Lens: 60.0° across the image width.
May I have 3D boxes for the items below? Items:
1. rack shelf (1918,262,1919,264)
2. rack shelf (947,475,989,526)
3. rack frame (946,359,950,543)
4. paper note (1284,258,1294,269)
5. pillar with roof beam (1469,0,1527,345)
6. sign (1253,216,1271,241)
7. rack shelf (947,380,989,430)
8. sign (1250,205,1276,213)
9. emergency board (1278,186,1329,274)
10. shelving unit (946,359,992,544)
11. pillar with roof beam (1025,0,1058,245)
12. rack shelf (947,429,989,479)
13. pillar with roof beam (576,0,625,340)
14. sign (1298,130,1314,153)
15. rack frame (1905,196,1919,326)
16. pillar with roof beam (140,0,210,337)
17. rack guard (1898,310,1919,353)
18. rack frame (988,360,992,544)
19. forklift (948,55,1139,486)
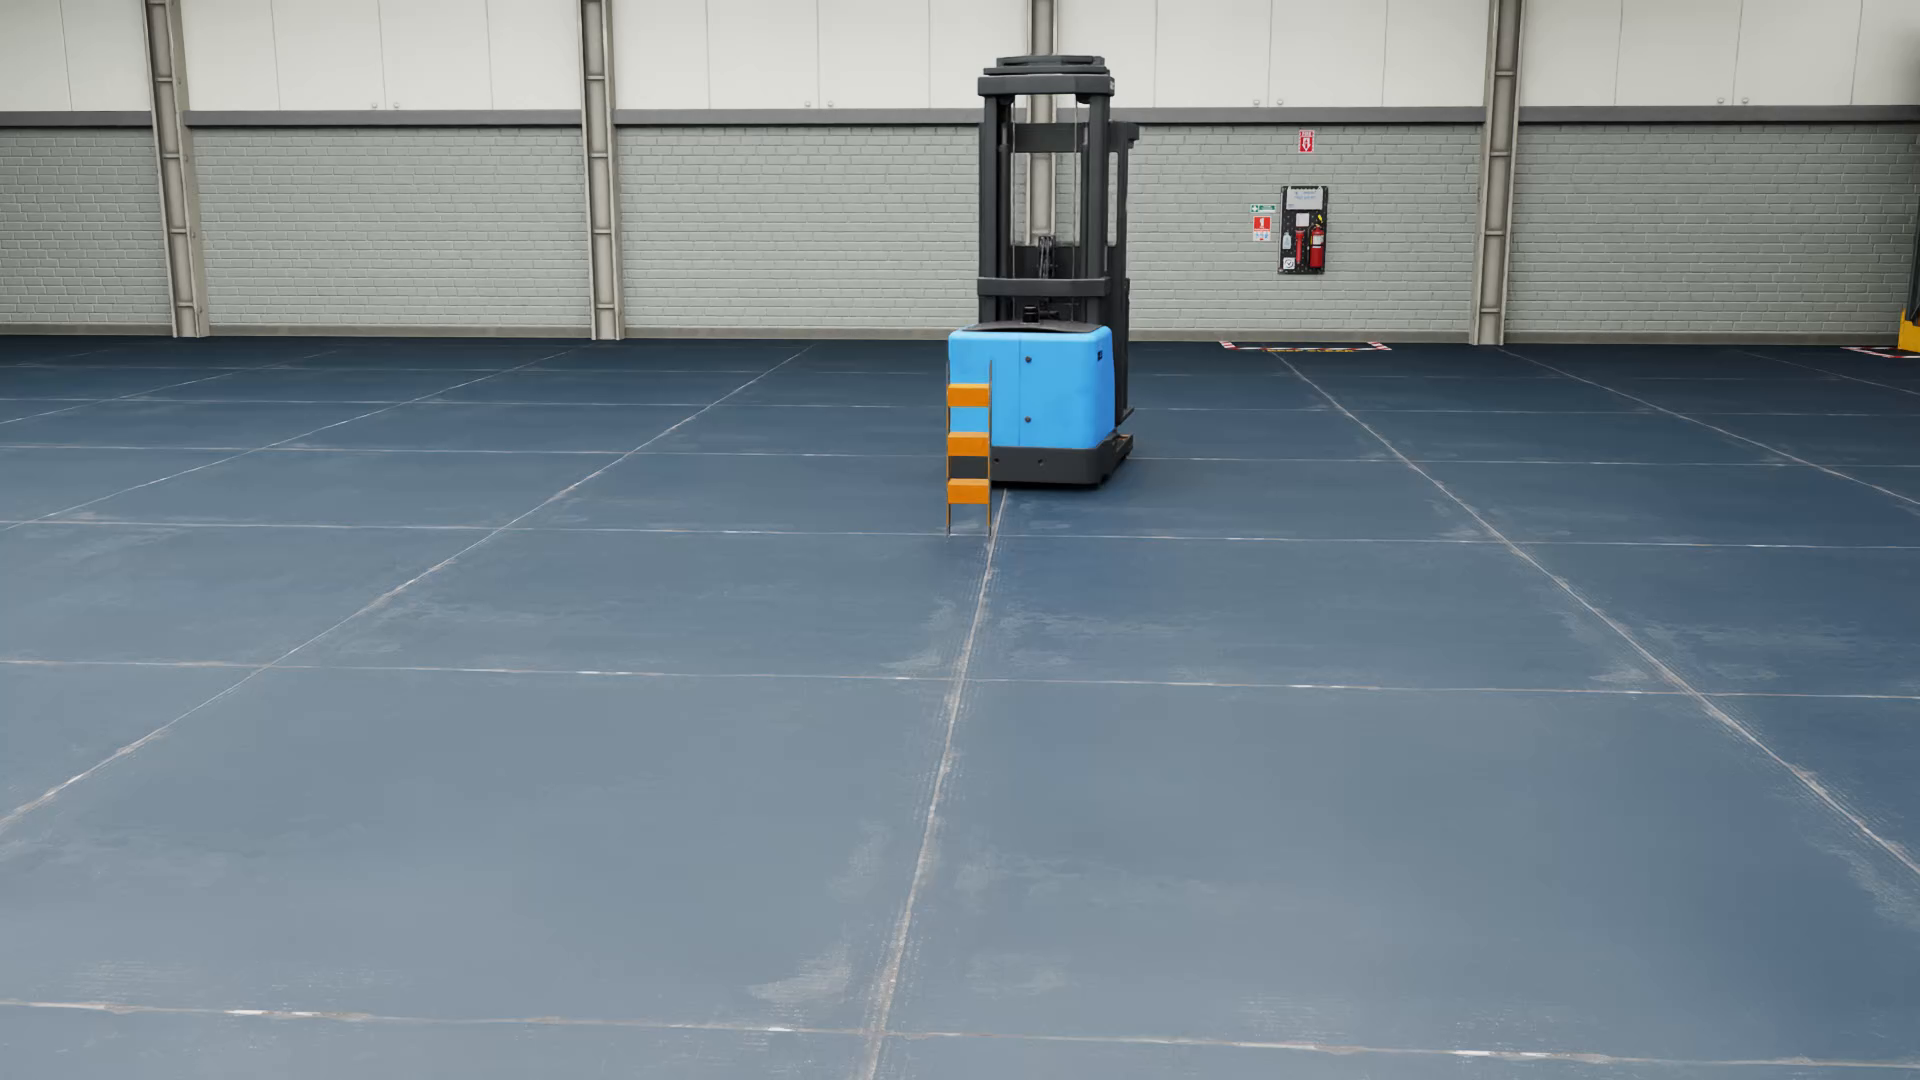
[{"bbox_3d":[14.303,-3.479,20.830,4.000,0.370,1.077,1,12,4],"label":"rack shelf"},{"bbox_3d":[0.053,-0.231,9.716,0.240,0.259,0.215,1,12,4],"label":"rack shelf"},{"bbox_3d":[-0.068,-0.515,9.665,0.008,1.050,0.200,1,12,4],"label":"rack frame"},{"bbox_3d":[4.442,-3.735,22.447,0.142,0.148,0.016,1,12,4],"label":"paper note"},{"bbox_3d":[6.789,-6.165,17.260,0.400,9.000,9.100,1,12,4],"label":"pillar with roof beam"},{"bbox_3d":[4.069,-4.195,22.411,0.234,0.329,0.001,1,12,4],"label":"sign"},{"bbox_3d":[0.053,-0.781,9.601,0.240,0.259,0.215,1,12,4],"label":"rack shelf"},{"bbox_3d":[4.073,-4.453,22.348,0.331,0.109,0.001,1,12,4],"label":"sign"},{"bbox_3d":[4.614,-4.149,22.278,0.643,1.169,0.194,1,12,4],"label":"emergency board"},{"bbox_3d":[0.053,-0.513,9.657,0.252,1.050,0.215,1,12,4],"label":"shelving unit"},{"bbox_3d":[0.803,-6.247,17.653,0.400,9.000,9.100,1,12,4],"label":"pillar with roof beam"},{"bbox_3d":[0.053,-0.503,9.659,0.240,0.259,0.215,1,12,4],"label":"rack shelf"},{"bbox_3d":[-5.184,-6.329,18.045,0.400,9.000,9.100,1,12,4],"label":"pillar with roof beam"},{"bbox_3d":[4.612,-5.304,22.138,0.199,0.298,0.001,1,12,4],"label":"sign"},{"bbox_3d":[12.307,-3.858,20.888,0.127,3.000,1.000,1,12,4],"label":"rack frame"},{"bbox_3d":[-11.170,-6.411,18.438,0.400,9.000,9.100,1,12,4],"label":"pillar with roof beam"},{"bbox_3d":[12.383,-2.634,21.139,0.348,0.500,1.175,1,12,4],"label":"rack guard"},{"bbox_3d":[0.175,-0.511,9.649,0.008,1.050,0.200,1,12,4],"label":"rack frame"},{"bbox_3d":[0.731,-2.063,12.473,1.130,2.935,3.031,3,12,12],"label":"forklift"}]
